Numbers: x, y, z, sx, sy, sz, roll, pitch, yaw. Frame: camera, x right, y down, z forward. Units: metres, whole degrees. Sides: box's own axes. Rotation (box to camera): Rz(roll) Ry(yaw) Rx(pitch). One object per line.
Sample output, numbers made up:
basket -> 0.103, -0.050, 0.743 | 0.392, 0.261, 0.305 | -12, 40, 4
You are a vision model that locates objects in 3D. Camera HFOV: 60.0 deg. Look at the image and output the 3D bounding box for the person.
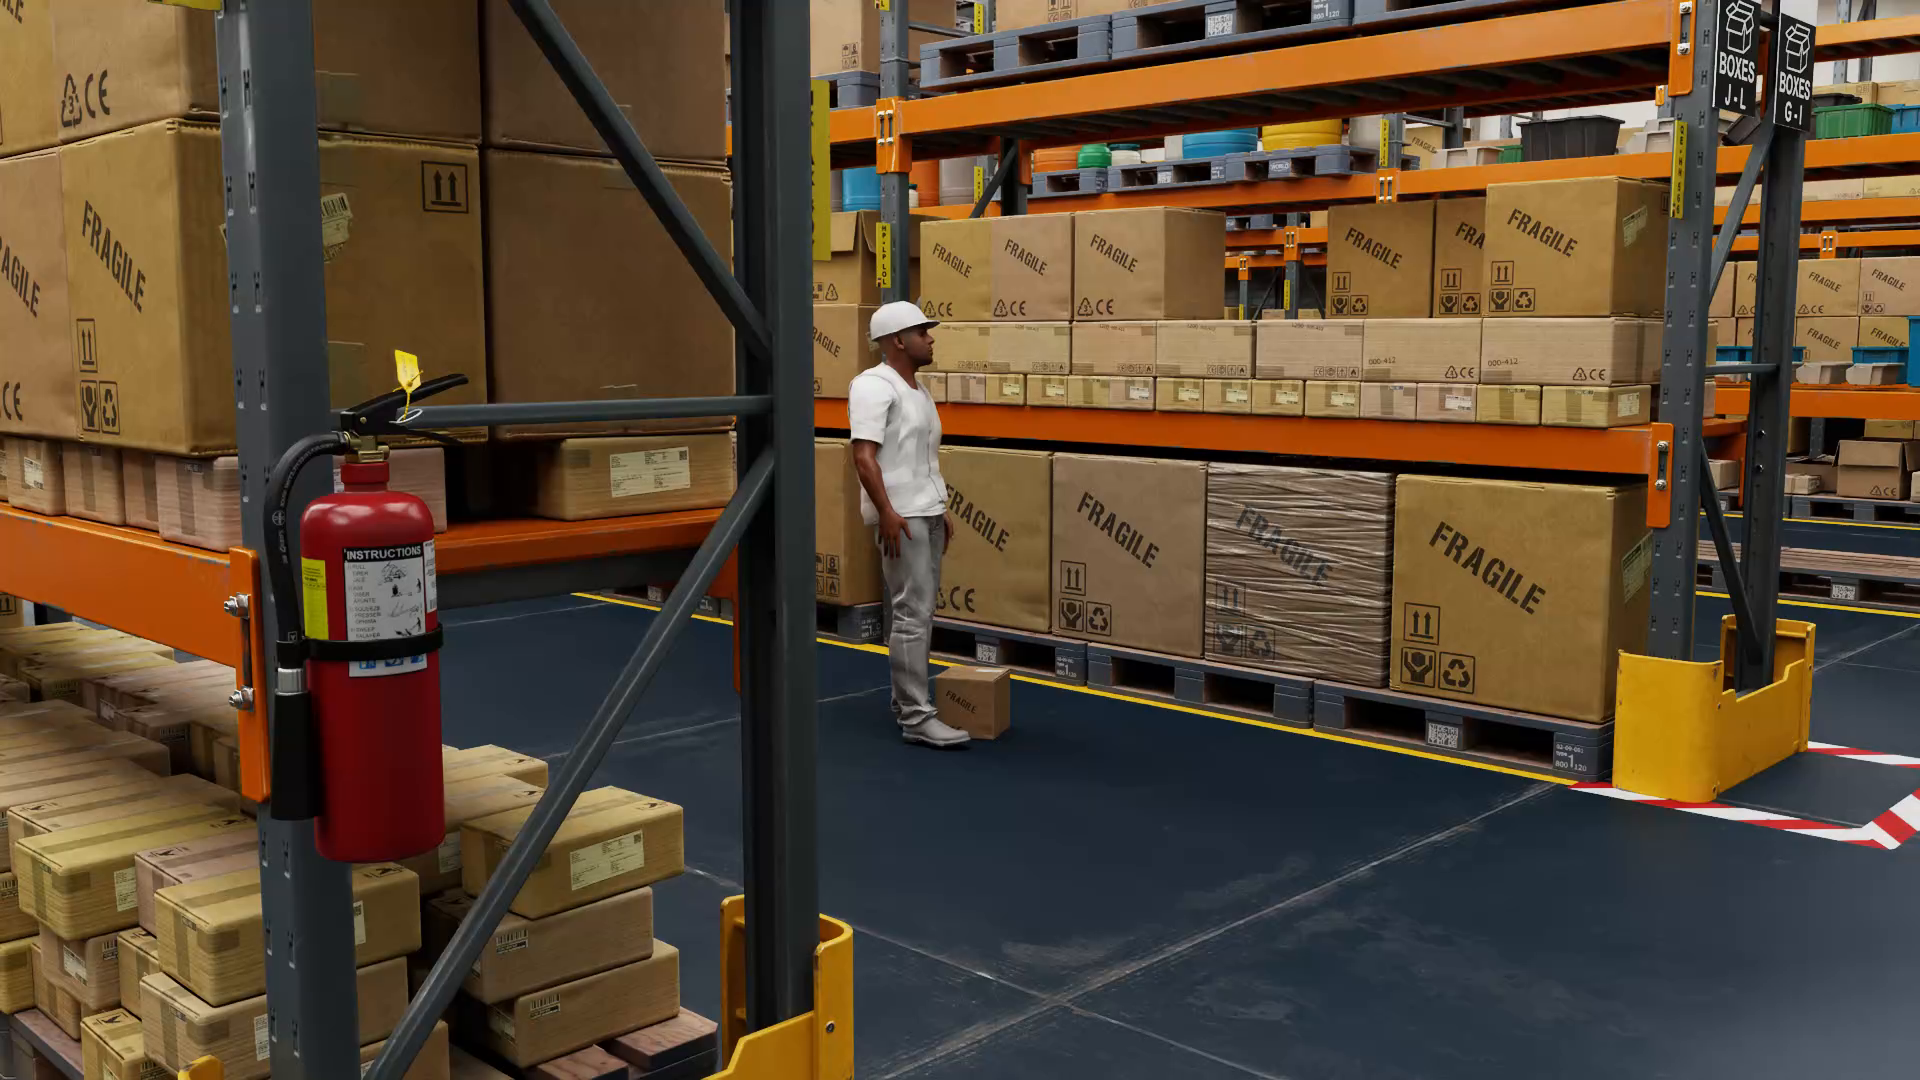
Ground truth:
person -> -0.145, -0.092, 6.839 | 0.577, 1.766, 0.666 | 2, 7, 19
